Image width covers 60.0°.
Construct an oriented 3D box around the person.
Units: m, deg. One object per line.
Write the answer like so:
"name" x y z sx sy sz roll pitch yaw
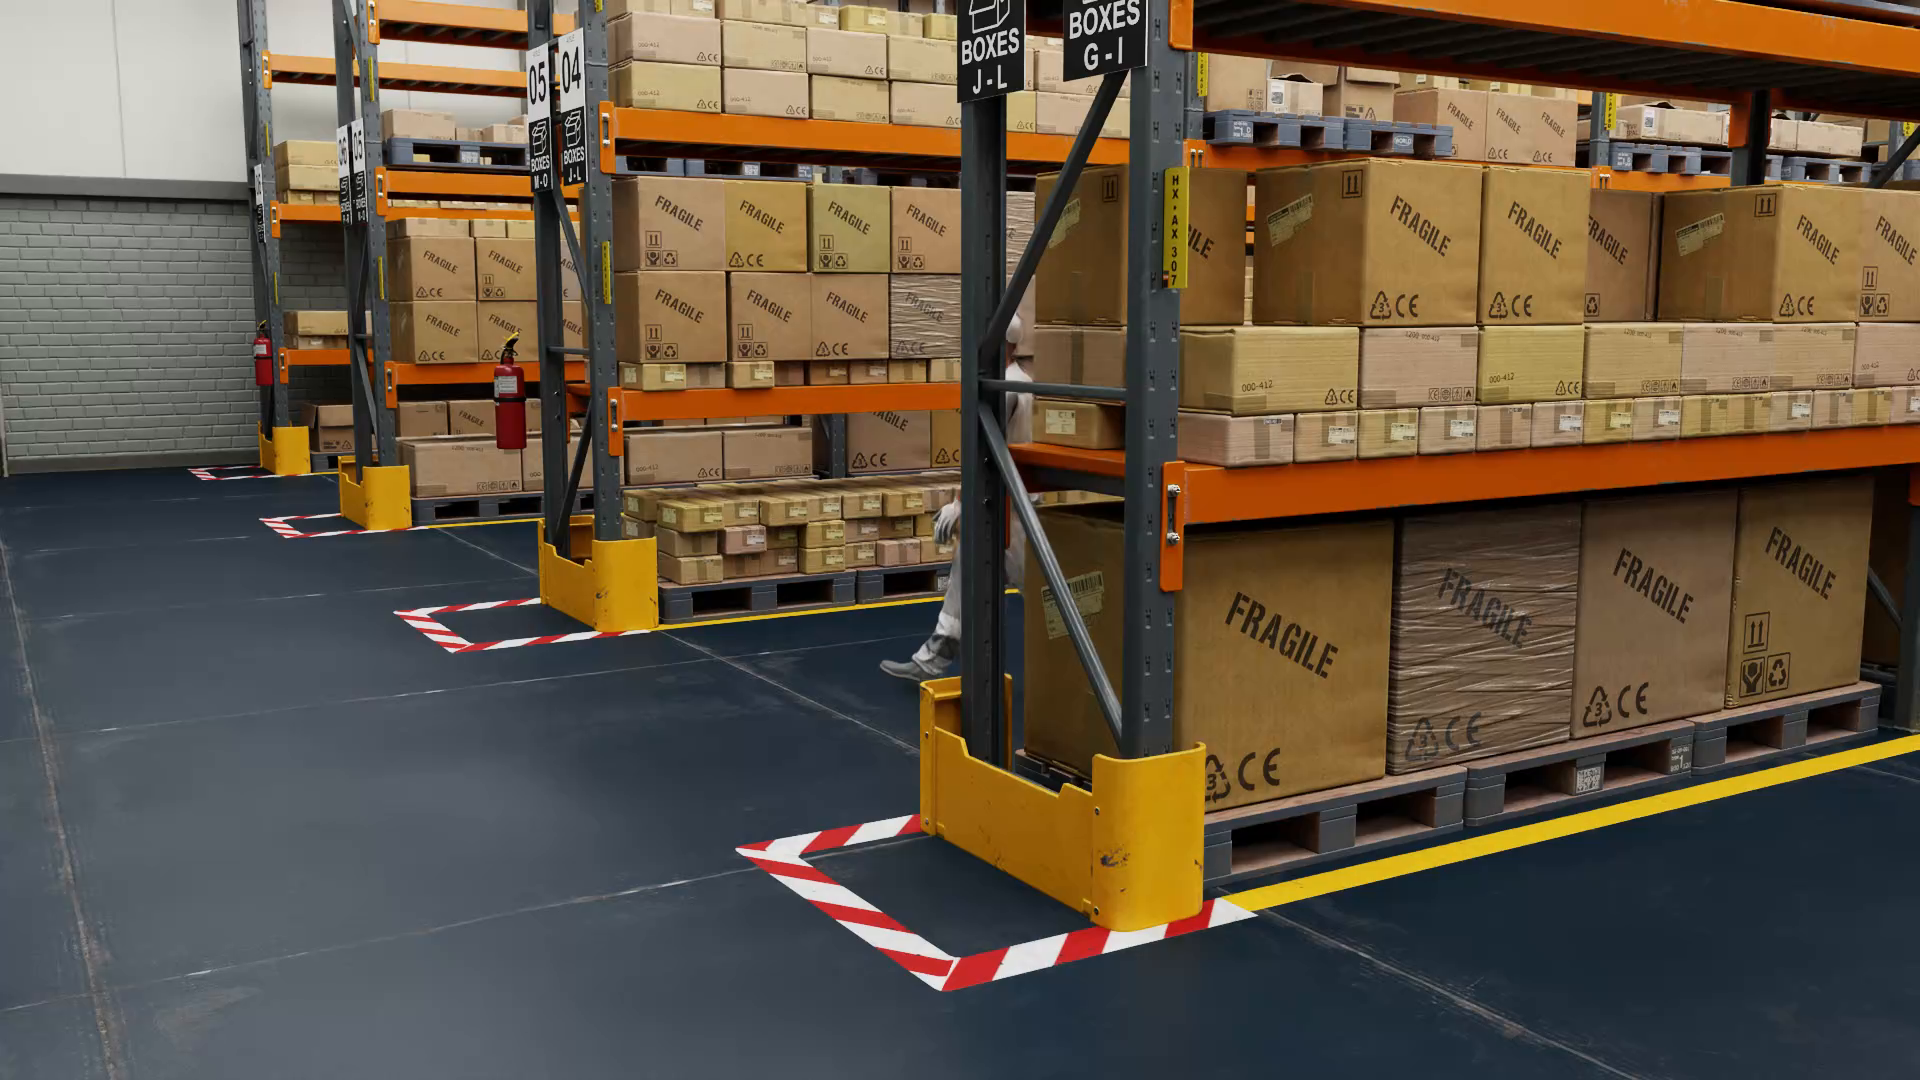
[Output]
"person" 0.105 -0.159 7.438 1.078 1.748 0.571 1 8 7
